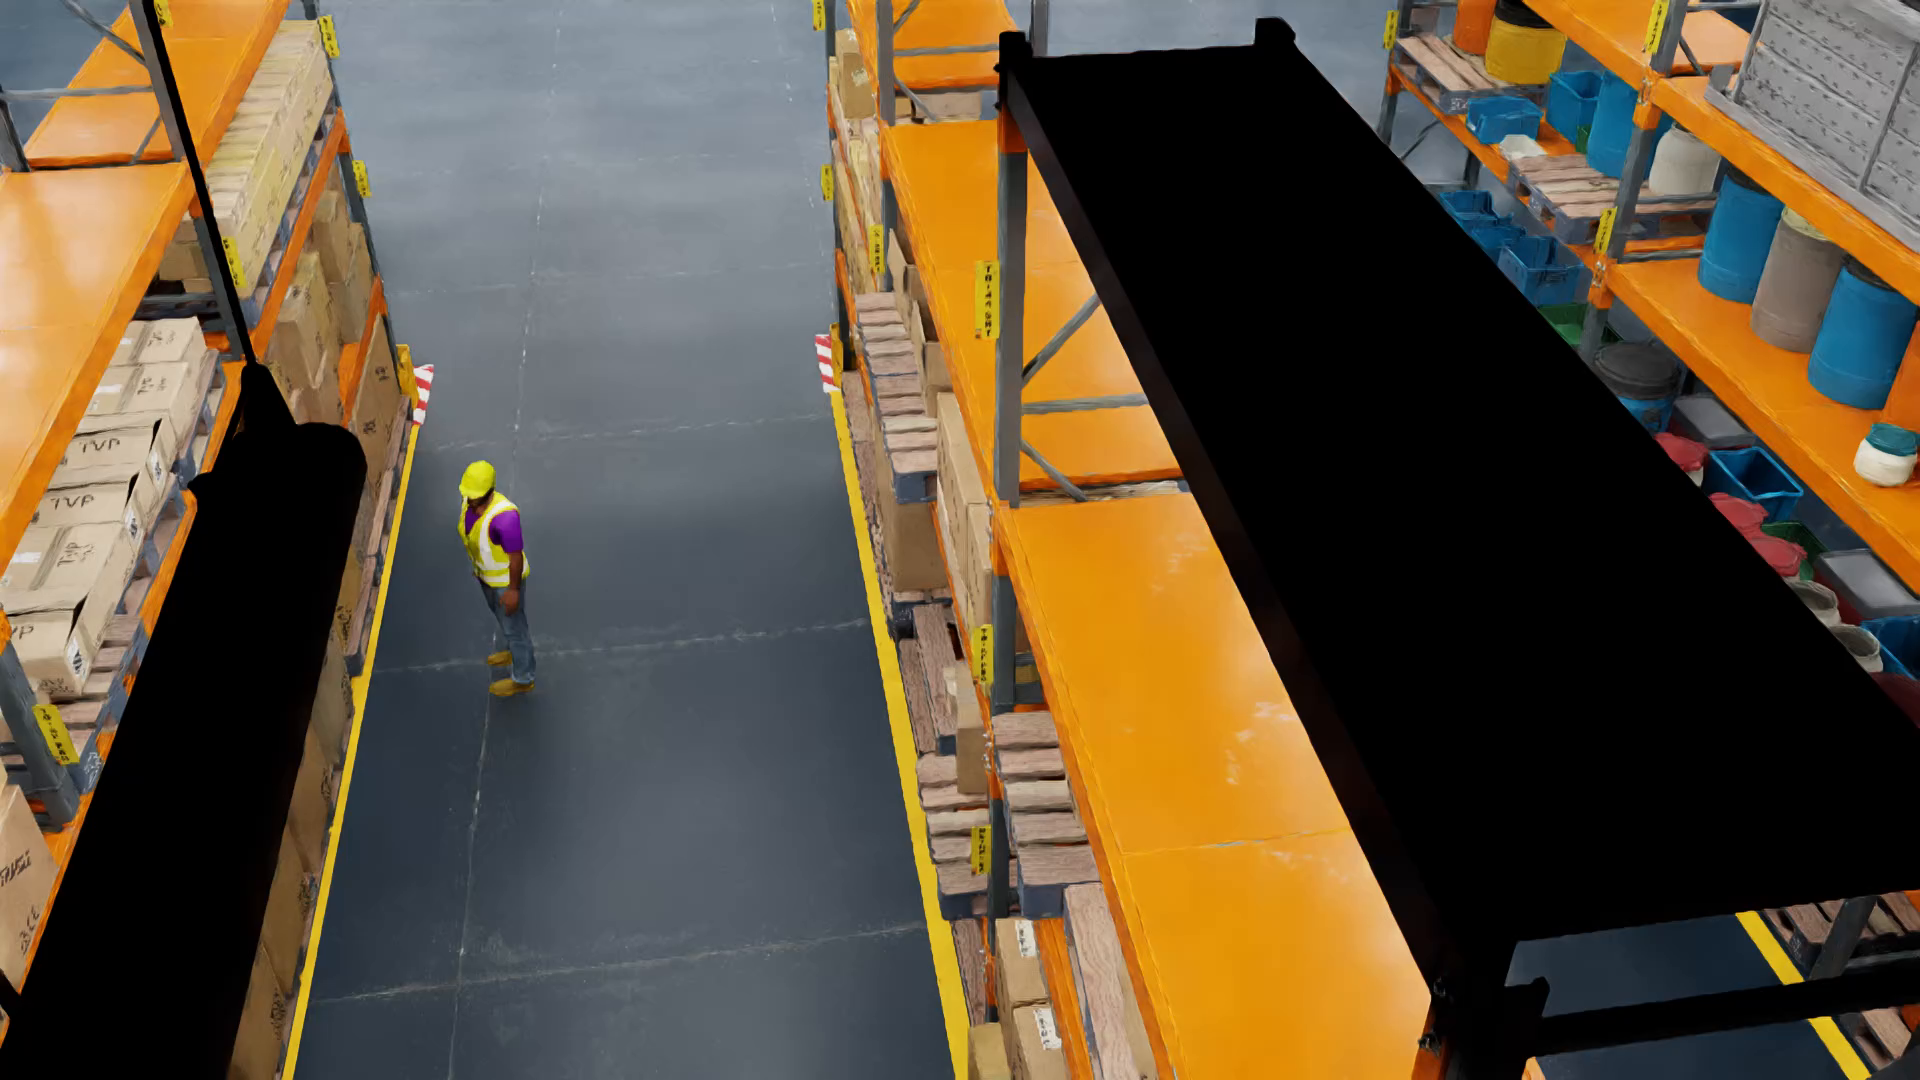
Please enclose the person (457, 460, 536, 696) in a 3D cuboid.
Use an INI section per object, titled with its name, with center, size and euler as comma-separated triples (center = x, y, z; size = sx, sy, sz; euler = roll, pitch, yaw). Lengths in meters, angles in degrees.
[person]
center = -3.129, 0.242, 11.131
size = 0.448, 1.771, 0.632
euler = -27, 44, -32
